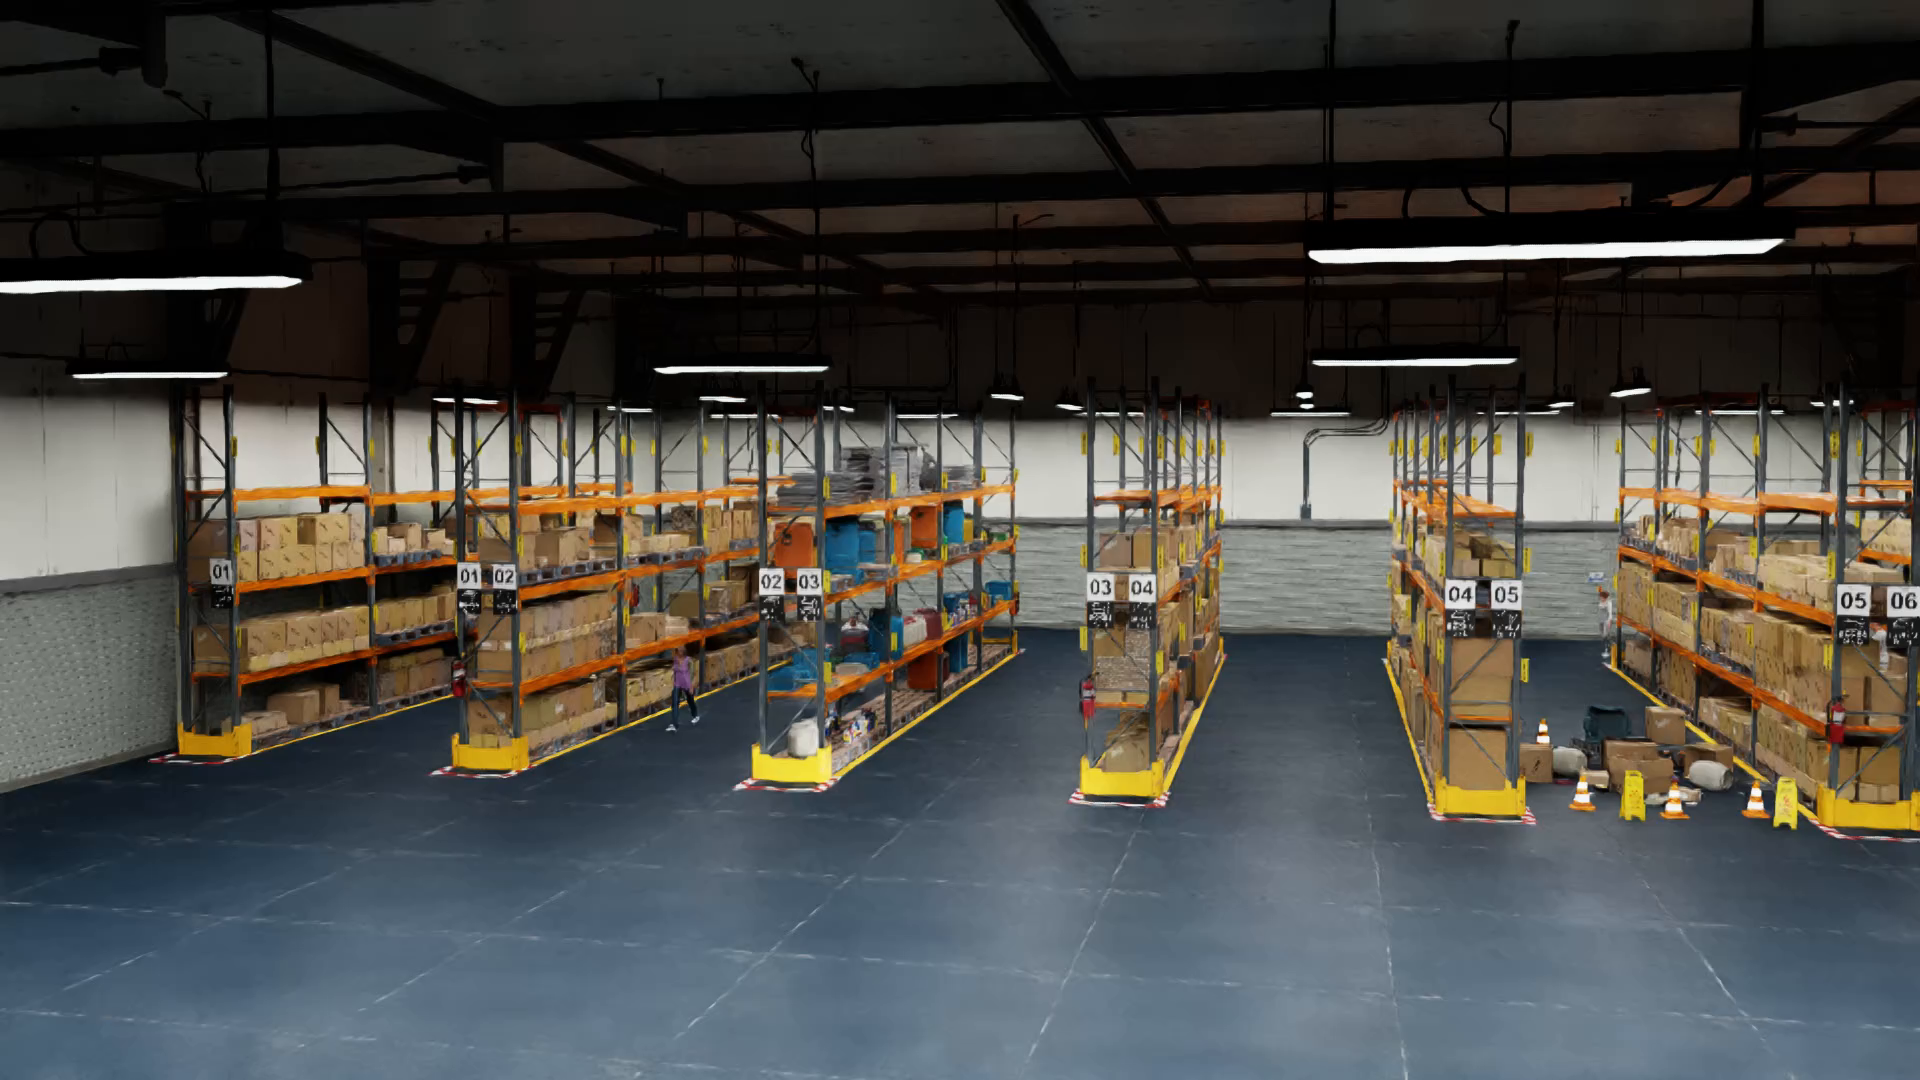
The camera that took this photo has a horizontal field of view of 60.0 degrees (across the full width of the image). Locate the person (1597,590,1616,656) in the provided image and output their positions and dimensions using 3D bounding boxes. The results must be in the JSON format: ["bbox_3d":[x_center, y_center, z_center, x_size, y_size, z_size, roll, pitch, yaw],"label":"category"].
[{"bbox_3d":[15.449,1.980,39.655,0.411,1.589,0.558,-1,3,-18],"label":"person"}]

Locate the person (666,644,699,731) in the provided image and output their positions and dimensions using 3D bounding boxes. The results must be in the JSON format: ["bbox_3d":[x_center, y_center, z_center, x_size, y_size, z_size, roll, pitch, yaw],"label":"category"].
[{"bbox_3d":[-4.886,2.583,29.480,0.416,1.525,1.034,1,3,11],"label":"person"}]

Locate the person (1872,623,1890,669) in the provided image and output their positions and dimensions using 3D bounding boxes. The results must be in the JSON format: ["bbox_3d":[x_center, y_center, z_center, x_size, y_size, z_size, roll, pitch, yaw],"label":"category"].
[{"bbox_3d":[17.417,2.328,31.606,0.588,1.785,0.668,2,4,32],"label":"person"}]

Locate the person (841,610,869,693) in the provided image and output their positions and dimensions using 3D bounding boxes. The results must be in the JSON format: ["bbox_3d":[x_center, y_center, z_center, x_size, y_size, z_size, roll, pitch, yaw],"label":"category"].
[{"bbox_3d":[-2.141,2.260,33.776,0.682,1.715,0.542,1,3,11],"label":"person"}]
